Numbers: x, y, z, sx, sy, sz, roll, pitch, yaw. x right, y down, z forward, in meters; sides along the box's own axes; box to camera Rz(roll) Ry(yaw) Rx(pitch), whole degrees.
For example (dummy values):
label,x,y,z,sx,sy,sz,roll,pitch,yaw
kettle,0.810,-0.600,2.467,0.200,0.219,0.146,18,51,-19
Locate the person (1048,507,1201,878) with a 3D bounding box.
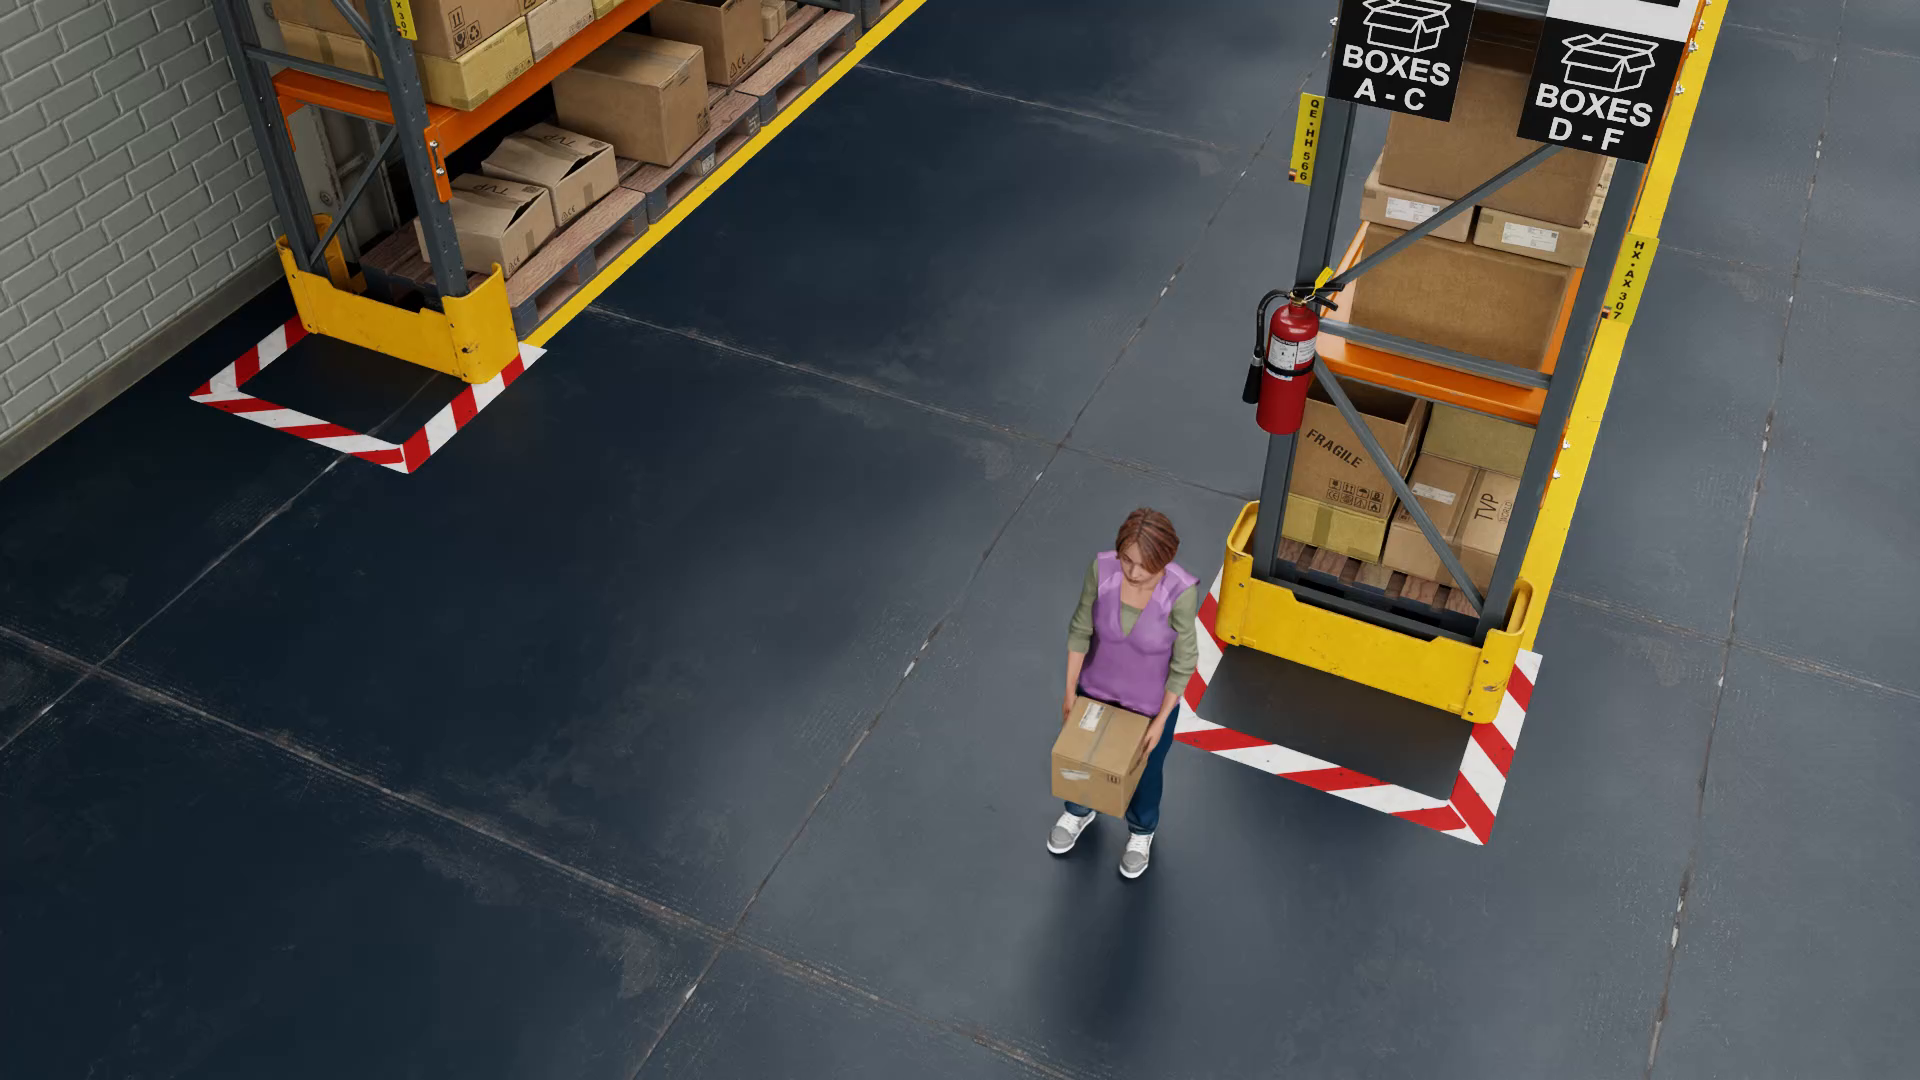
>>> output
label,x,y,z,sx,sy,sz,roll,pitch,yaw
person,0.556,0.526,5.589,0.444,1.602,0.384,17,45,17
